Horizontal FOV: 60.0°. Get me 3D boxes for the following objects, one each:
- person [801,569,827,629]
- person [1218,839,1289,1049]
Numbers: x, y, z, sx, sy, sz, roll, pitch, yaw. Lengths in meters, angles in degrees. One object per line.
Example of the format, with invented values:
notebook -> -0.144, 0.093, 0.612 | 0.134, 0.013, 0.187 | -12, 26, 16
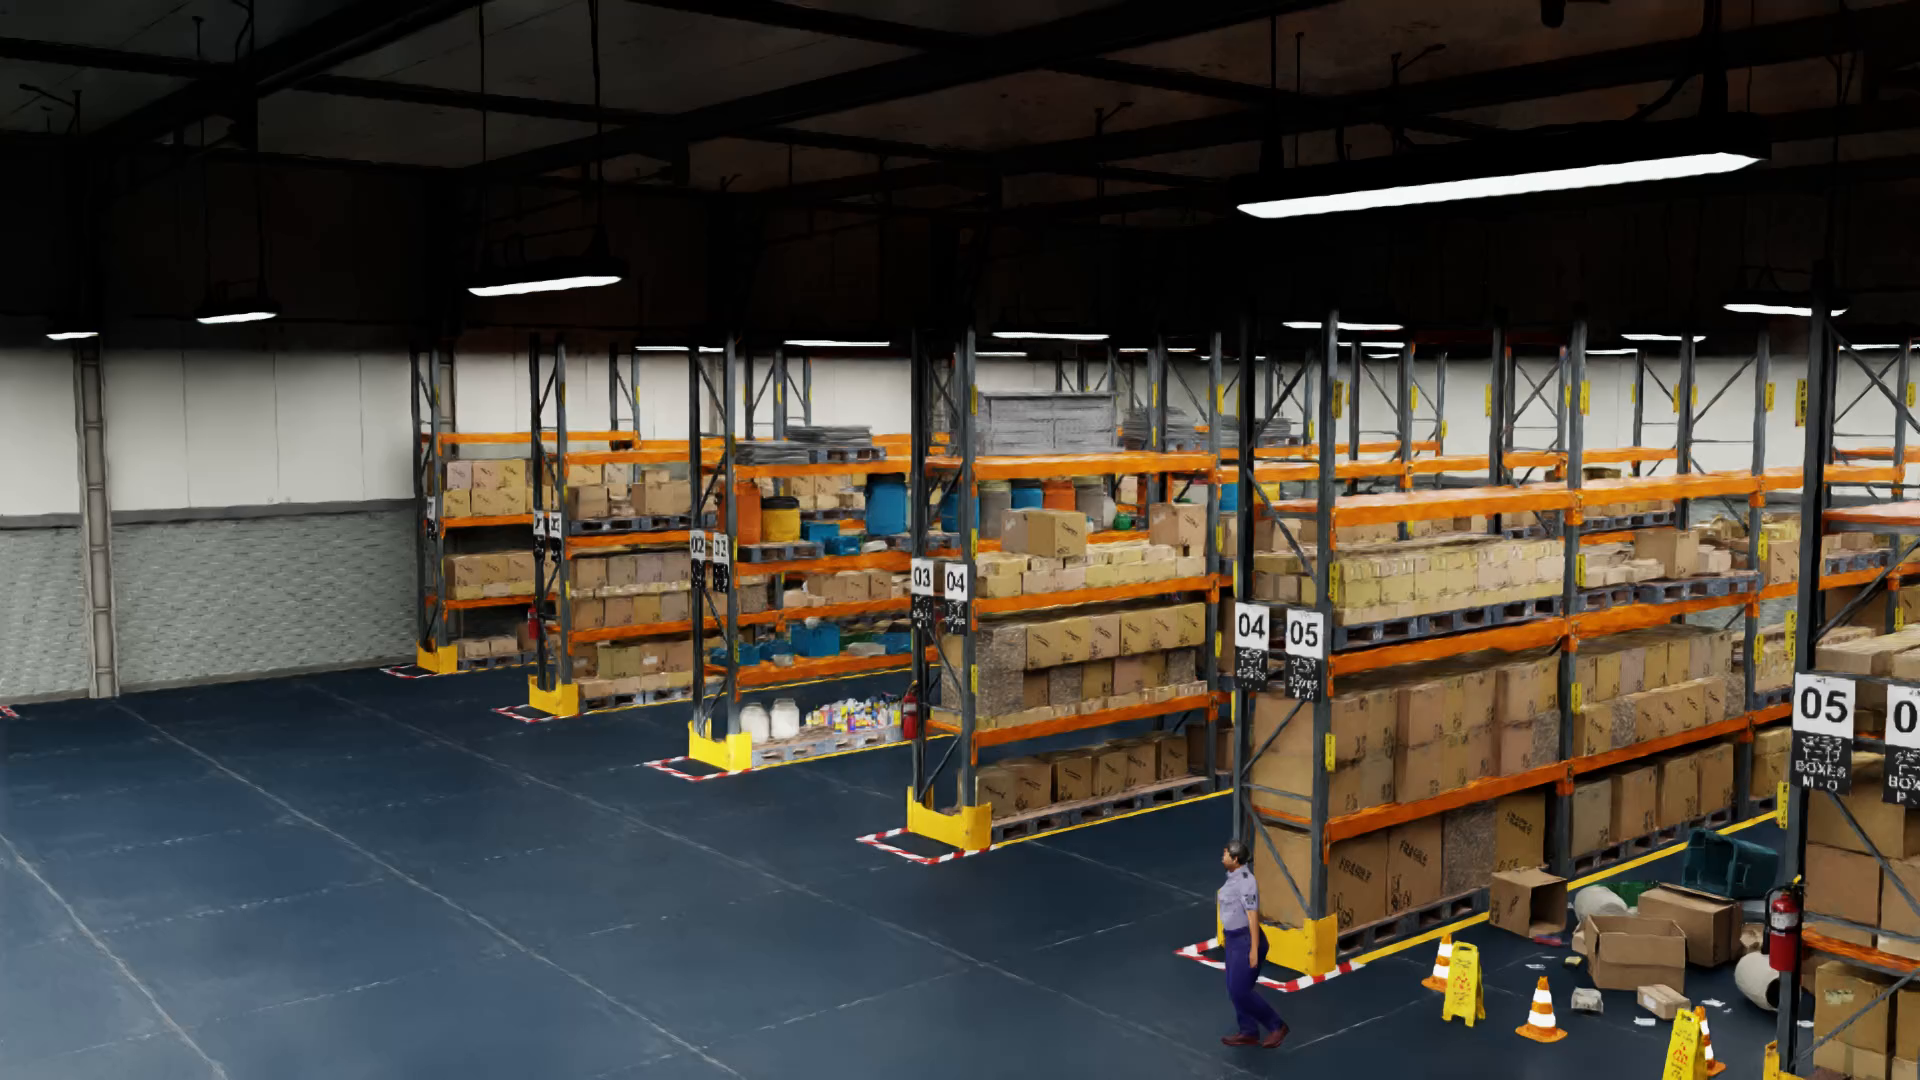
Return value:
person -> -2.849, 1.370, 31.616 | 1.175, 1.696, 0.585 | -4, 7, -35
person -> 2.293, 3.164, 12.983 | 0.539, 1.620, 0.550 | 0, 5, -2
